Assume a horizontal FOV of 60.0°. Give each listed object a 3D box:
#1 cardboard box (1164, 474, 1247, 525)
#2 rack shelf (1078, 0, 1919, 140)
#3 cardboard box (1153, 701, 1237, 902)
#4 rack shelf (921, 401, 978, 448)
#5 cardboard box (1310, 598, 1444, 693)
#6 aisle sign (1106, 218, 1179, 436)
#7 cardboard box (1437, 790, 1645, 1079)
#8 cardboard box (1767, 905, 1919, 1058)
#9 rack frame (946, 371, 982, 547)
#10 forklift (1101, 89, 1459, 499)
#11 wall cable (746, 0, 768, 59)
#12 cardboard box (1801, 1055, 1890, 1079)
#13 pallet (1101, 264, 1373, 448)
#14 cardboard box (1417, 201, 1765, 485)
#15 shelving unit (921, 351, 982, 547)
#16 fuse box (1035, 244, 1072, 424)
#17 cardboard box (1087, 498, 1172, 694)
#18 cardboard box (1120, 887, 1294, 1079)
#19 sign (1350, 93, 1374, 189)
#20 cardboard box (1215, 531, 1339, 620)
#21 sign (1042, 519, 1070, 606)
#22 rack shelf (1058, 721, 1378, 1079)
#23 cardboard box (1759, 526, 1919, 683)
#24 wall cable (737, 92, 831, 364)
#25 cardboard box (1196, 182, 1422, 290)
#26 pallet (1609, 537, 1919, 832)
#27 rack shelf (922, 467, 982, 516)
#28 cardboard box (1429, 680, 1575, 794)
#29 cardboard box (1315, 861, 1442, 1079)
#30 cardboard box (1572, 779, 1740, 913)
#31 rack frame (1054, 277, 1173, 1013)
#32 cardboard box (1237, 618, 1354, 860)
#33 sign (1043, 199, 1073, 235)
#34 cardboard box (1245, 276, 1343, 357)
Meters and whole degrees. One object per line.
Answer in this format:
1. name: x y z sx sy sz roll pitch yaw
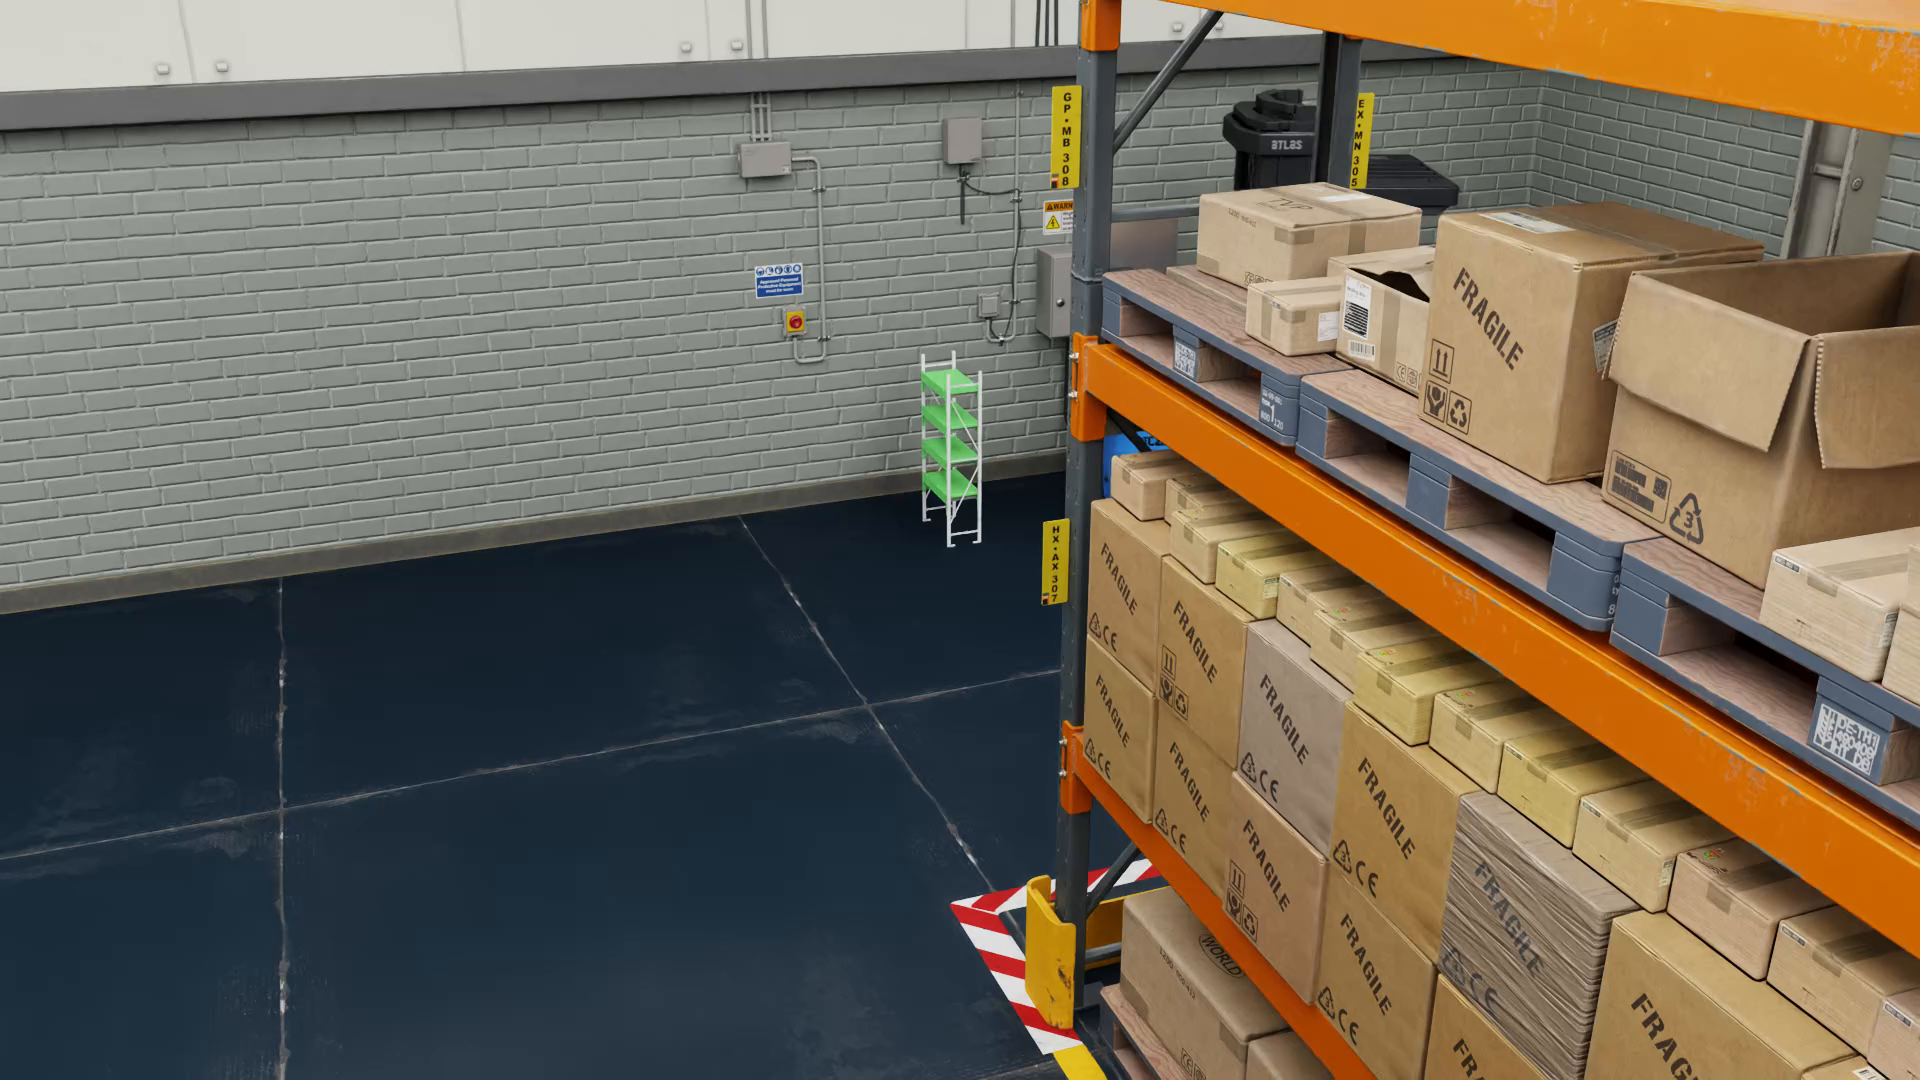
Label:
1. cardboard box: 0.891 -0.111 5.400 0.380 0.149 0.250 -8 24 -18
2. rack shelf: 1.572 -1.080 3.667 1.077 0.370 4.000 -8 24 -19
3. cardboard box: 0.971 0.790 5.385 0.500 0.500 0.500 -9 24 -20
4. rack shelf: -0.059 -0.775 11.091 0.258 0.148 0.480 -8 24 -19
5. cardboard box: 1.176 0.277 4.480 0.380 0.149 0.250 -8 24 -19
6. aisle sign: 0.568 -0.742 5.802 0.394 0.787 0.004 -8 24 -19
7. cardboard box: 1.493 0.886 3.870 0.500 0.500 0.500 -8 24 -18
8. cardboard box: 1.801 0.819 3.194 0.380 0.149 0.250 -8 24 -19
9. rack frame: 0.028 -0.524 10.949 0.240 1.200 0.015 -8 24 -19
10. forklift: 2.466 -1.325 10.621 3.031 2.935 1.130 0 23 -1
11. wall cable: -1.408 -4.351 9.986 0.463 3.000 0.029 -8 24 -19
12. cardboard box: 1.853 1.255 2.994 0.500 0.500 0.500 -9 24 -19
13. pallet: 1.137 -0.631 5.137 1.003 0.211 1.213 -8 24 -19
14. cardboard box: 1.437 -0.473 3.849 0.500 0.500 0.500 -8 24 -18
15. shelving unit: -0.059 -0.613 11.160 0.258 1.200 0.503 -8 24 -19
16. fuse box: 0.868 -1.245 12.001 0.539 1.711 0.414 -8 24 -19
17. cardboard box: 0.768 0.149 5.619 0.500 0.500 0.500 -9 24 -20
18. cardboard box: 1.192 1.655 6.219 0.875 0.438 0.875 -9 25 -21
19. sign: 1.378 -1.381 5.764 0.100 0.325 0.005 -8 24 -19
20. cardboard box: 0.985 0.092 4.918 0.380 0.149 0.250 -9 25 -21
21. sign: 0.344 0.081 5.980 0.100 0.325 0.005 -8 24 -19
22. rack shelf: 1.572 1.500 4.754 1.077 0.370 4.000 -8 24 -19
23. cardboard box: 1.660 0.105 2.930 0.380 0.149 0.250 -8 24 -18
24. wall cable: -1.149 -2.086 10.989 0.585 1.953 0.123 -8 24 -19
25. cardboard box: 1.108 -0.959 5.326 0.500 0.250 0.500 -11 25 -24
26. pallet: 1.999 0.255 3.034 1.003 0.211 1.213 -8 24 -19
27. rack shelf: -0.059 -0.333 11.278 0.258 0.148 0.480 -8 24 -19
28. cardboard box: 1.378 0.461 4.043 0.380 0.149 0.250 -8 24 -19
29. cardboard box: 1.326 1.157 4.514 0.500 0.500 0.500 -8 24 -17
30. cardboard box: 1.573 0.643 3.610 0.380 0.149 0.250 -9 24 -19
31. rack frame: 0.865 0.442 6.339 1.000 3.000 0.127 -8 24 -19
32. cardboard box: 1.146 0.522 4.734 0.500 0.500 0.500 -9 24 -19
33. sign: 0.743 -2.287 11.750 0.339 0.242 0.001 -8 24 -19
34. cardboard box: 1.034 -0.637 4.691 0.380 0.149 0.250 -7 24 -17
